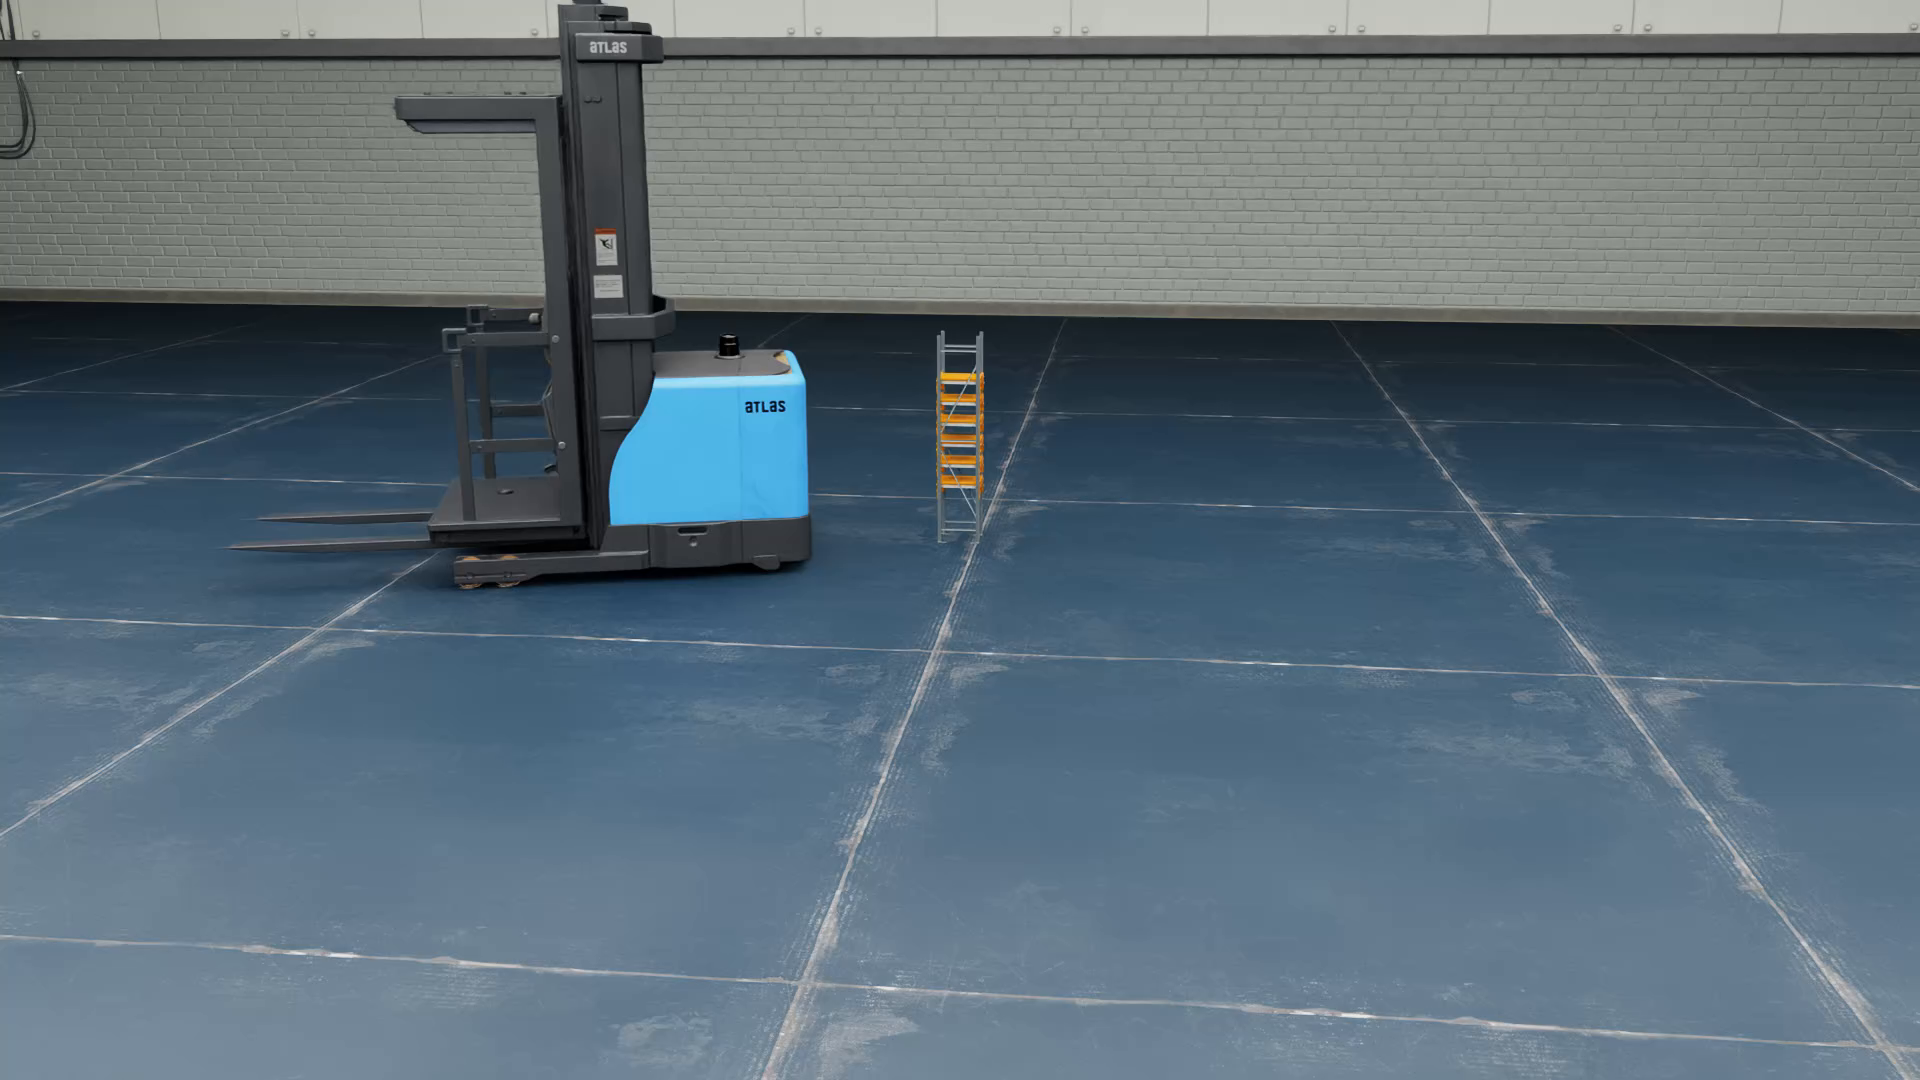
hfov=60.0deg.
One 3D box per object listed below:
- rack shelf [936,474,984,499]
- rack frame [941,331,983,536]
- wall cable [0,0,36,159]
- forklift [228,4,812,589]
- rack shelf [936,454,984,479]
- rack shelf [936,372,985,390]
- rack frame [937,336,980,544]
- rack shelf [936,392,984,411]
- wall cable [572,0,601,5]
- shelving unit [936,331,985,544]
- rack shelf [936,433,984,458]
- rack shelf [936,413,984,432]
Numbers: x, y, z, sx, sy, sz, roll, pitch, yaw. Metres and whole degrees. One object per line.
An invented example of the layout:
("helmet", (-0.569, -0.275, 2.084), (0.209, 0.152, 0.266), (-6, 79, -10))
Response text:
("rack shelf", (0.002, -0.308, 9.594), (0.258, 0.103, 0.180), (2, 15, 6))
("rack frame", (0.012, -0.607, 9.607), (0.240, 1.200, 0.006), (2, 15, 6))
("wall cable", (-12.679, -5.837, 19.956), (3.097, 2.526, 0.112), (2, 15, 6))
("forklift", (-2.370, -1.307, 8.881), (3.031, 2.935, 1.130), (-2, 15, -9))
("rack shelf", (0.002, -0.424, 9.562), (0.258, 0.103, 0.180), (2, 15, 6))
("rack shelf", (0.002, -0.888, 9.437), (0.258, 0.103, 0.180), (2, 15, 6))
("rack frame", (-0.009, -0.559, 9.432), (0.240, 1.200, 0.006), (2, 15, 6))
("rack shelf", (0.002, -0.772, 9.468), (0.258, 0.103, 0.180), (2, 15, 6))
("wall cable", (-3.248, -8.693, 18.057), (2.305, 6.003, 0.169), (2, 15, 6))
("shelving unit", (0.002, -0.583, 9.519), (0.258, 1.200, 0.189), (2, 15, 6))
("rack shelf", (0.002, -0.540, 9.531), (0.258, 0.103, 0.180), (2, 15, 6))
("rack shelf", (0.002, -0.656, 9.500), (0.258, 0.103, 0.180), (2, 15, 6))
